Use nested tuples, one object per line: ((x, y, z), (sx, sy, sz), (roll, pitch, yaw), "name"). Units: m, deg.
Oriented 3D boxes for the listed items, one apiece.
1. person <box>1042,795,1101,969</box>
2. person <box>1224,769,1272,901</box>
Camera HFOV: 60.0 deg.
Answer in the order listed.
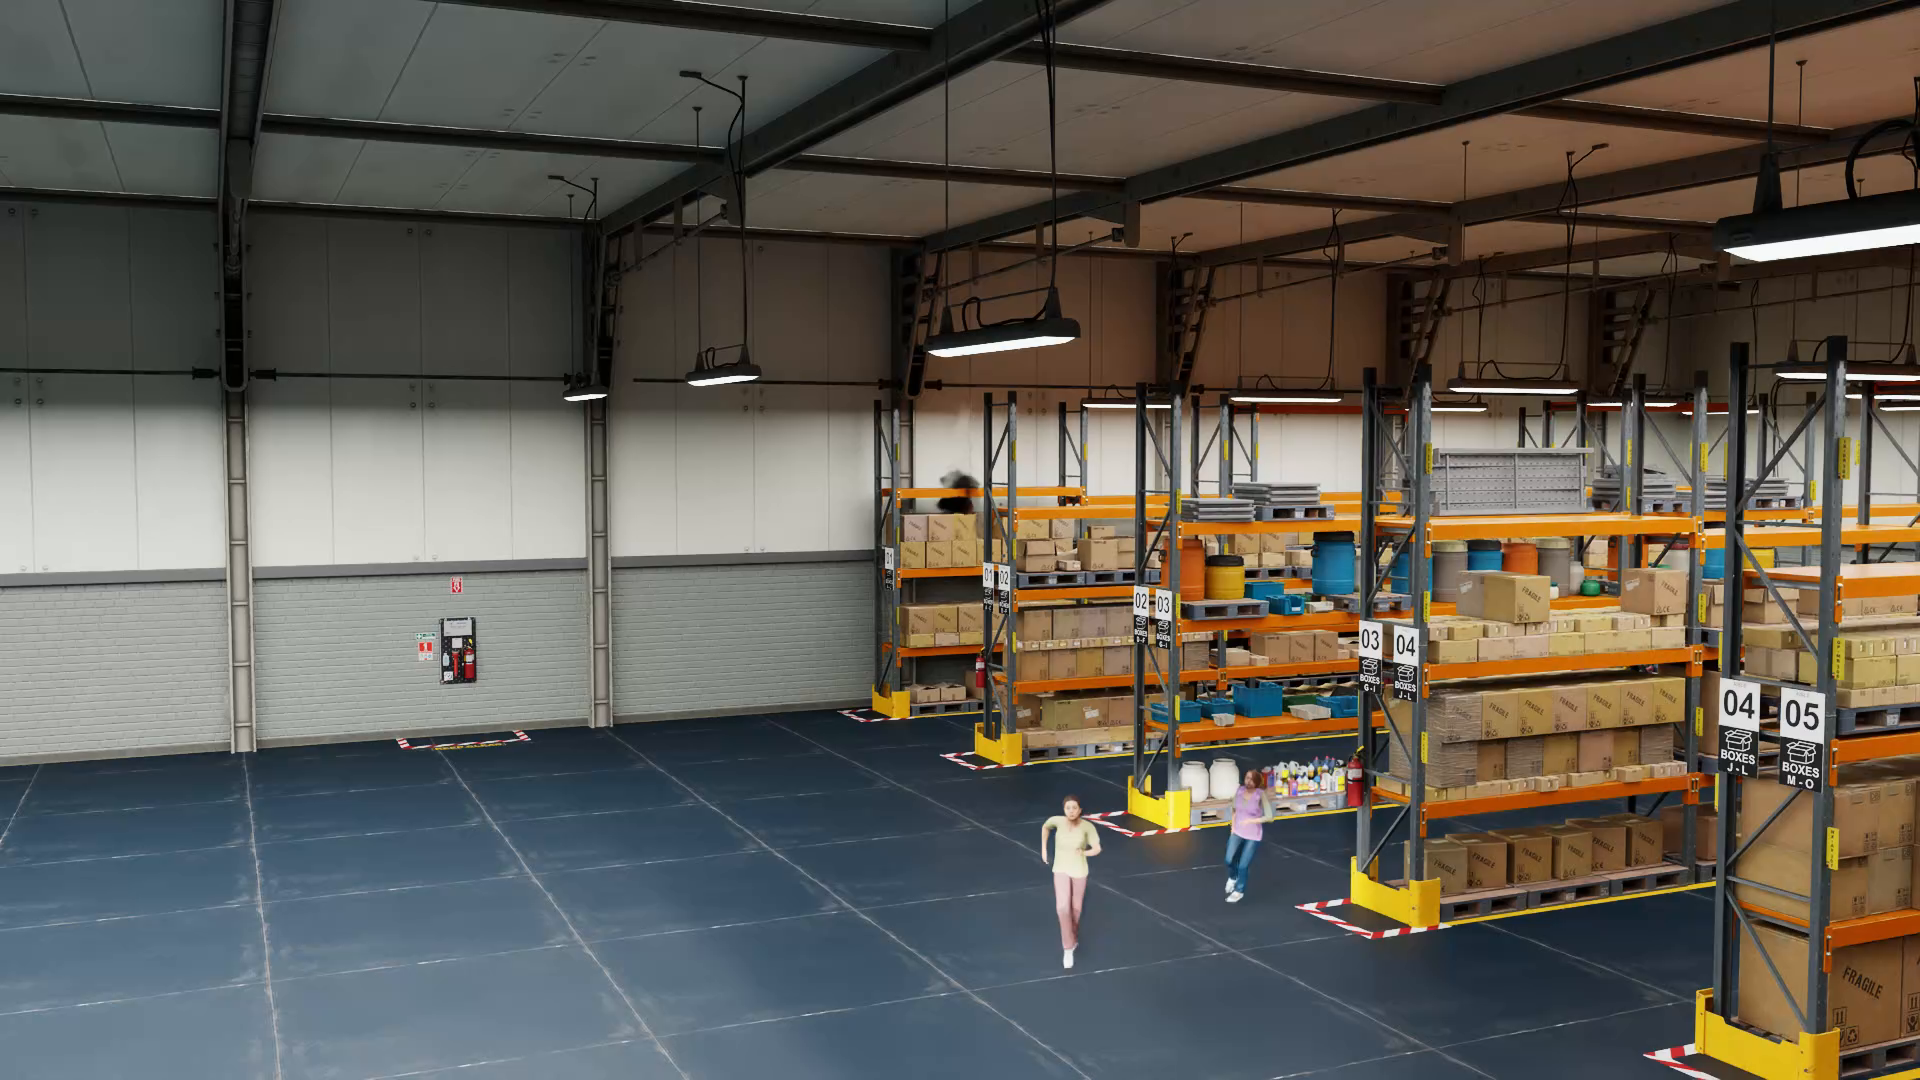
((1.114, 3.365, 16.655), (0.599, 1.690, 0.815), (0, 3, 6), "person")
((3.215, 3.372, 18.643), (0.569, 1.432, 0.489), (2, 4, 31), "person")
